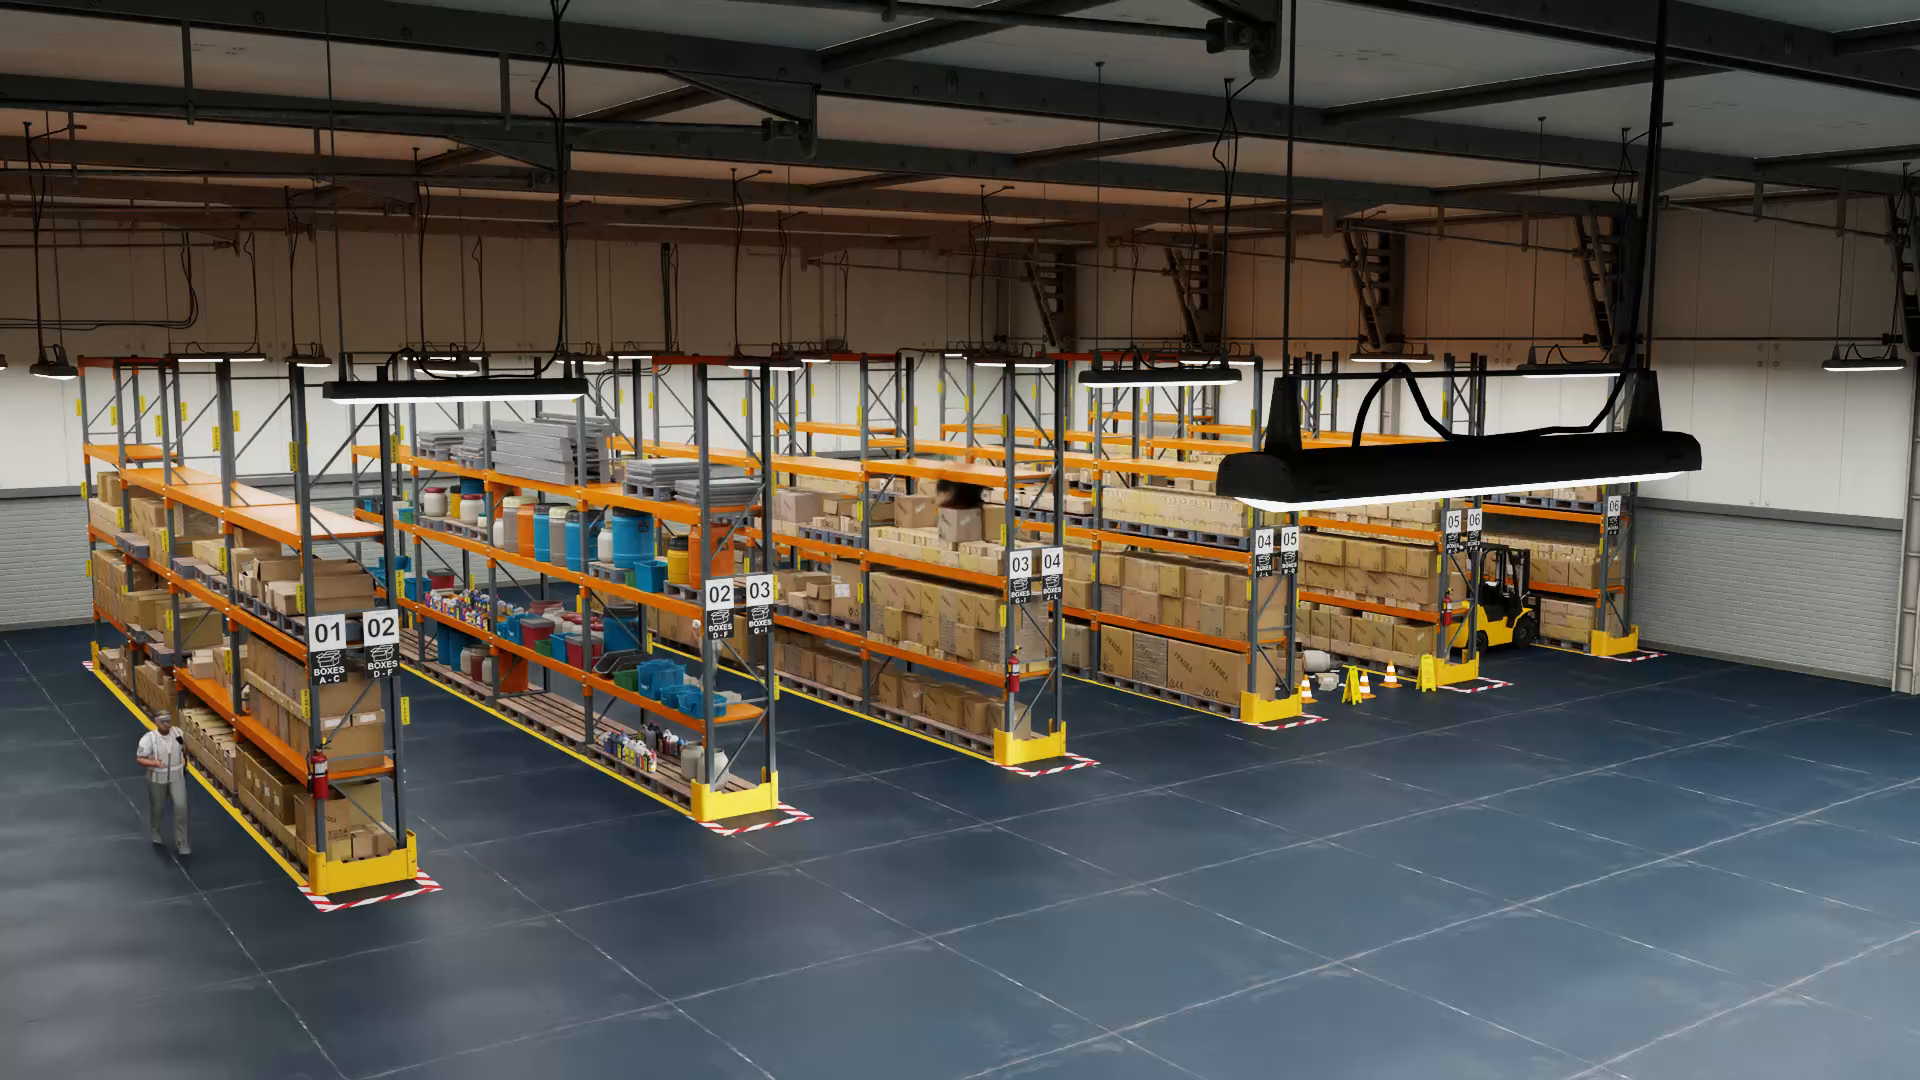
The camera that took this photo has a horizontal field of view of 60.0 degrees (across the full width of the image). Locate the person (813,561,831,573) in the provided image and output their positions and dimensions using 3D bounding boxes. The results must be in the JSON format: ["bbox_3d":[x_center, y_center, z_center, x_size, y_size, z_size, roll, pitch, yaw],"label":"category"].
[{"bbox_3d":[-3.604,0.314,42.698,0.967,1.688,0.623,-3,8,-26],"label":"person"}]

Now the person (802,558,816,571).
[{"bbox_3d":[-3.670,0.497,41.884,0.651,1.573,0.581,0,7,4],"label":"person"}]

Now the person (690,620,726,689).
[{"bbox_3d":[-4.422,1.958,29.481,0.584,1.701,0.758,-6,9,-43],"label":"person"}]

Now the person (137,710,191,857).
[{"bbox_3d":[-9.852,2.962,20.584,0.608,1.813,0.909,-5,8,-35],"label":"person"}]
